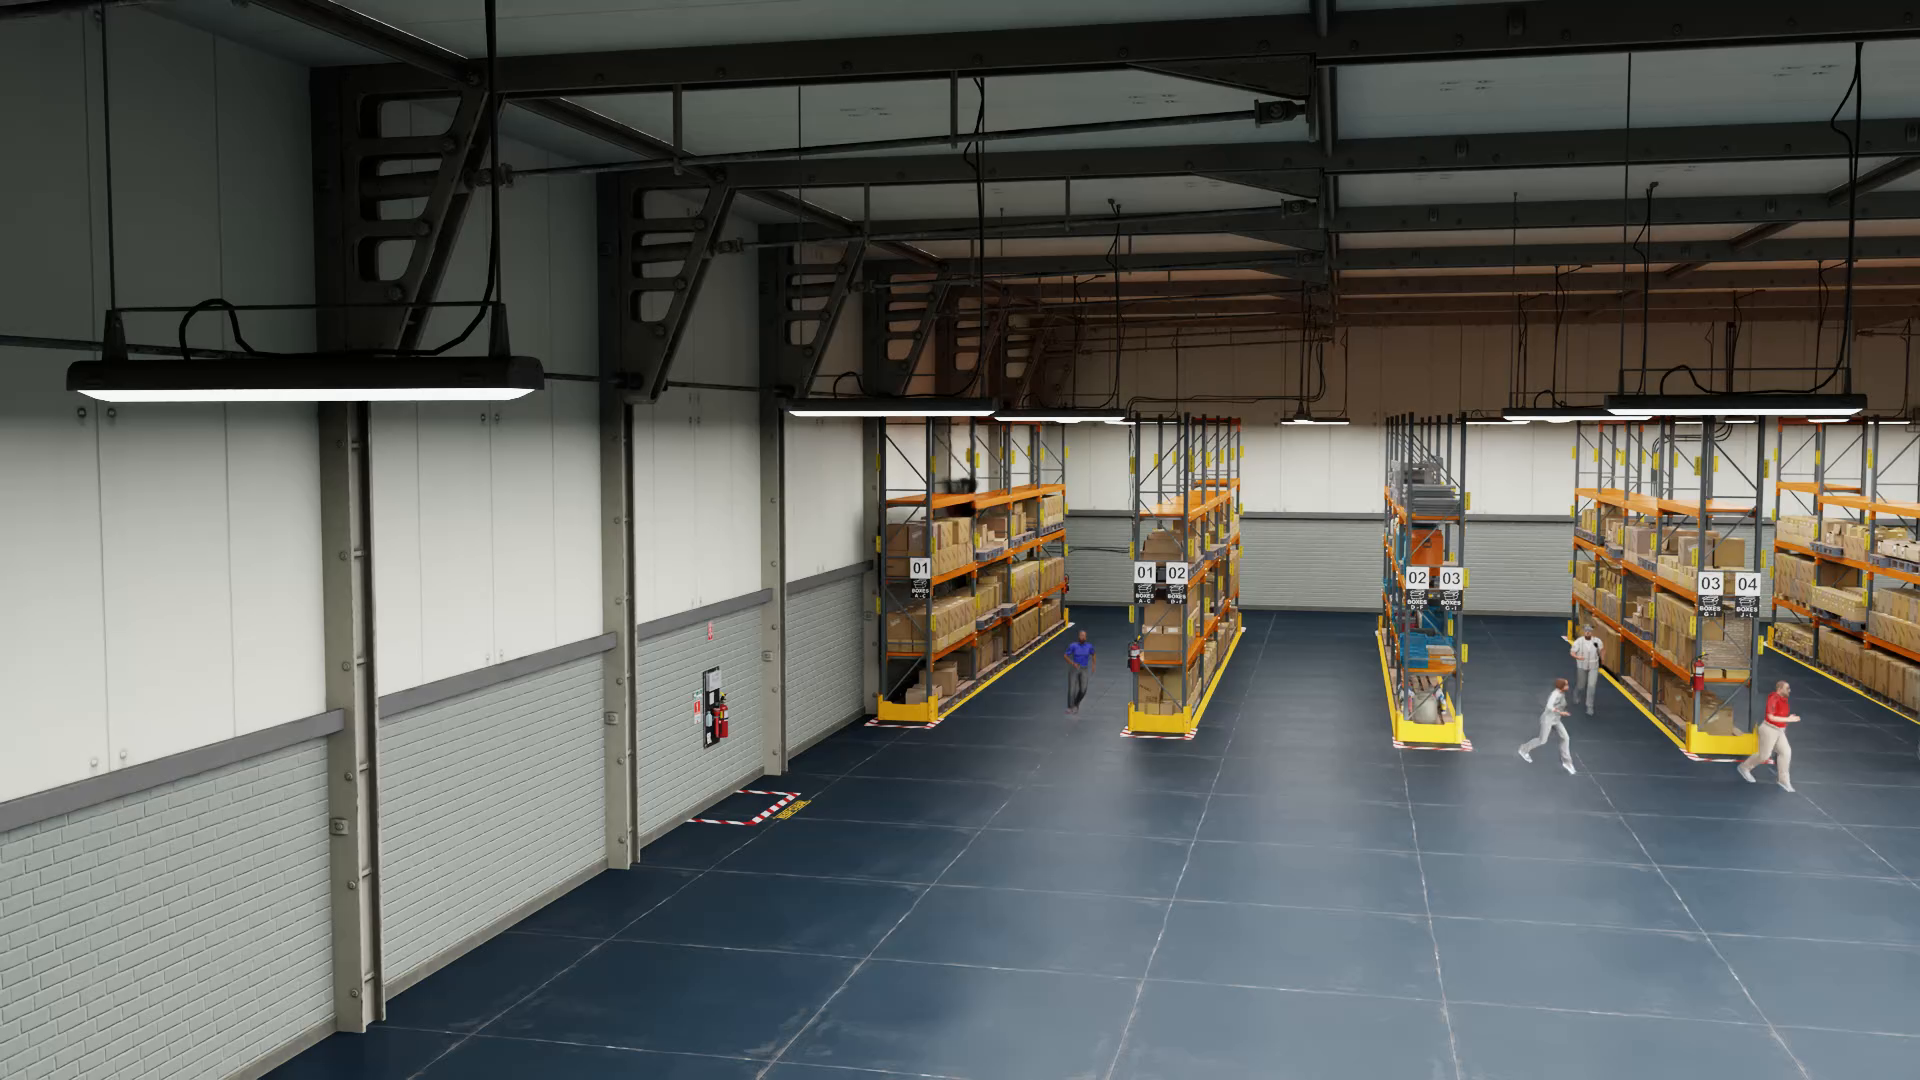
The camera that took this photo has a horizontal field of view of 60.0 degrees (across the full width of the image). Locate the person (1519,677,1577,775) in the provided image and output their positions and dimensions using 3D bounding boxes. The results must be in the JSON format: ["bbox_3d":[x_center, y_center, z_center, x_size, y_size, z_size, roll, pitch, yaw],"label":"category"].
[{"bbox_3d":[9.813,3.062,27.734,0.996,1.590,0.540,4,5,44],"label":"person"}]

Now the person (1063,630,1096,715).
[{"bbox_3d":[2.288,2.515,31.532,0.673,1.625,0.538,0,4,-6],"label":"person"}]

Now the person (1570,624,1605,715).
[{"bbox_3d":[12.665,2.571,33.557,0.672,1.799,0.966,1,4,17],"label":"person"}]

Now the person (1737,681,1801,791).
[{"bbox_3d":[12.868,3.108,26.431,0.677,1.791,0.952,-3,5,-42],"label":"person"}]
